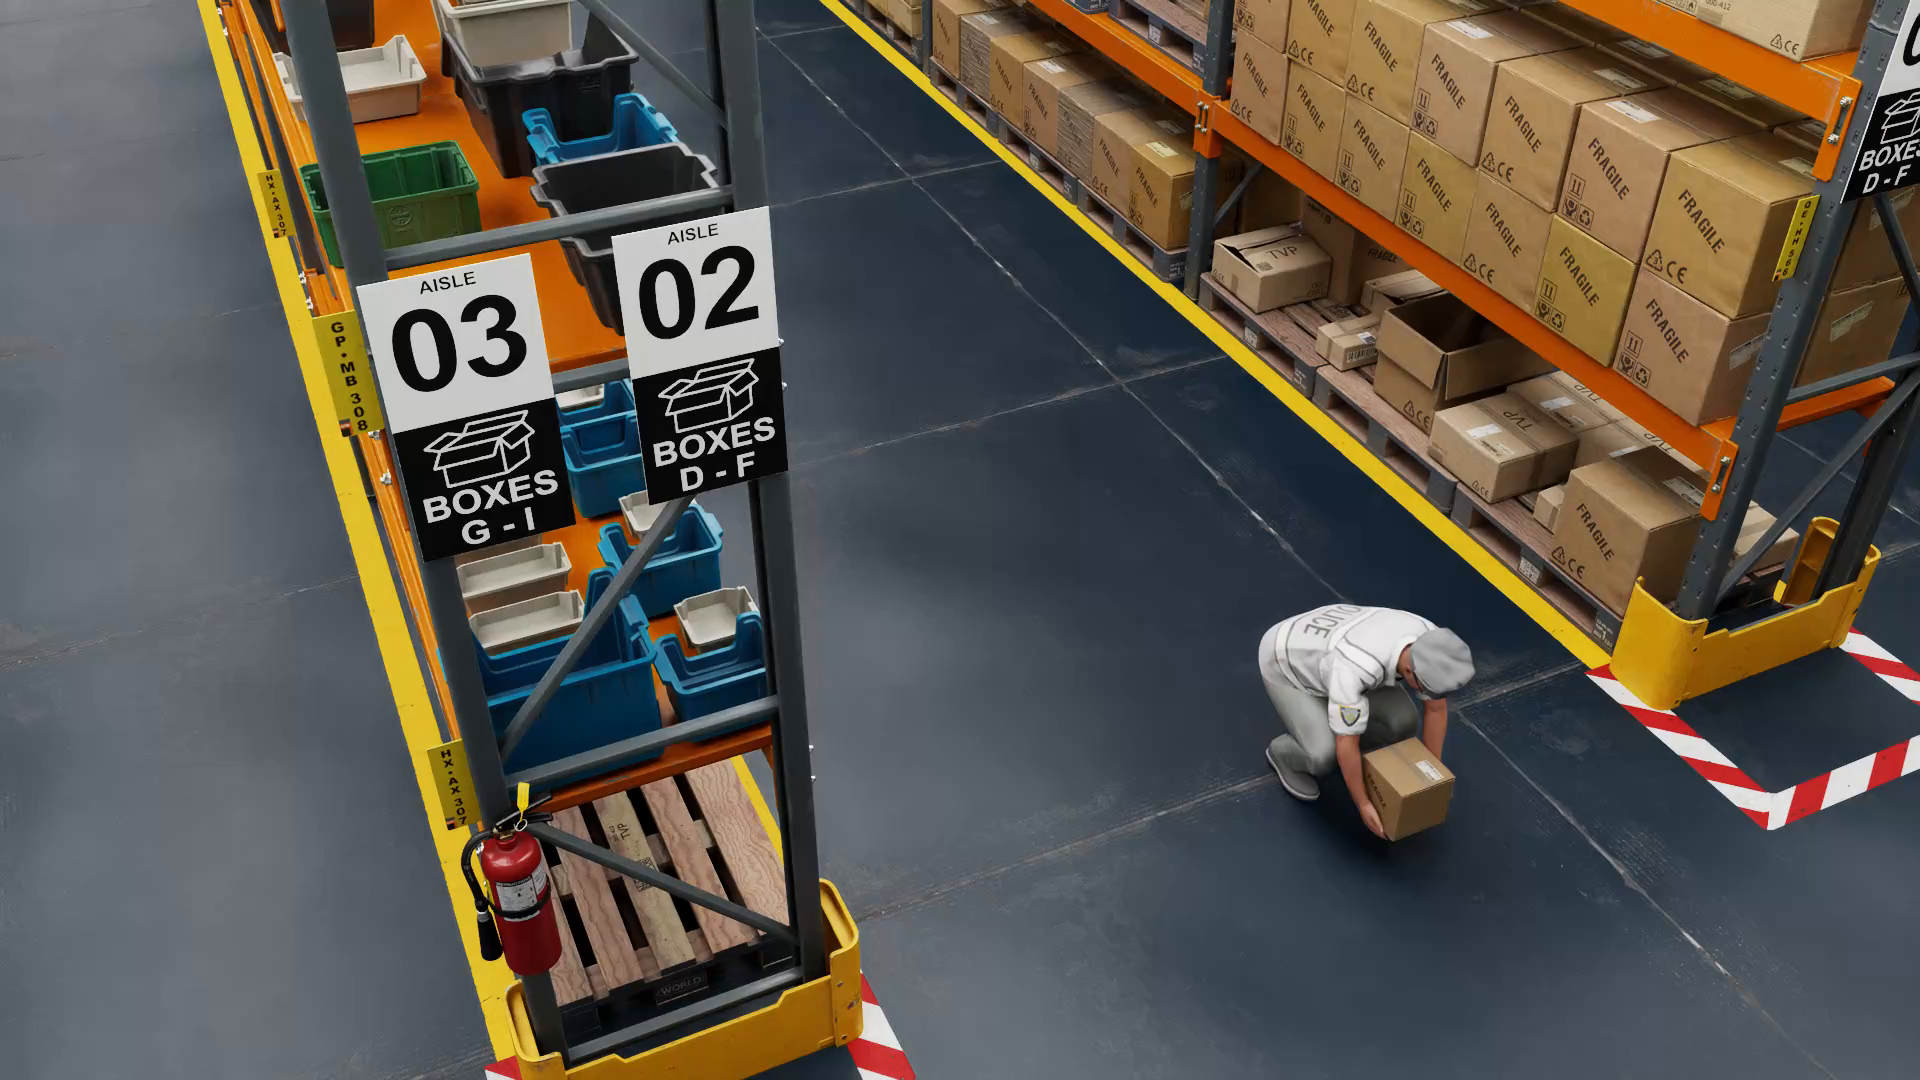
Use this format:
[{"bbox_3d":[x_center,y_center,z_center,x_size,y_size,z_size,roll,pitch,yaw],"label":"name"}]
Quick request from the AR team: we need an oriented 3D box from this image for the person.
[{"bbox_3d":[1.598,0.620,6.648,0.565,1.014,0.912,-16,40,-20],"label":"person"}]
